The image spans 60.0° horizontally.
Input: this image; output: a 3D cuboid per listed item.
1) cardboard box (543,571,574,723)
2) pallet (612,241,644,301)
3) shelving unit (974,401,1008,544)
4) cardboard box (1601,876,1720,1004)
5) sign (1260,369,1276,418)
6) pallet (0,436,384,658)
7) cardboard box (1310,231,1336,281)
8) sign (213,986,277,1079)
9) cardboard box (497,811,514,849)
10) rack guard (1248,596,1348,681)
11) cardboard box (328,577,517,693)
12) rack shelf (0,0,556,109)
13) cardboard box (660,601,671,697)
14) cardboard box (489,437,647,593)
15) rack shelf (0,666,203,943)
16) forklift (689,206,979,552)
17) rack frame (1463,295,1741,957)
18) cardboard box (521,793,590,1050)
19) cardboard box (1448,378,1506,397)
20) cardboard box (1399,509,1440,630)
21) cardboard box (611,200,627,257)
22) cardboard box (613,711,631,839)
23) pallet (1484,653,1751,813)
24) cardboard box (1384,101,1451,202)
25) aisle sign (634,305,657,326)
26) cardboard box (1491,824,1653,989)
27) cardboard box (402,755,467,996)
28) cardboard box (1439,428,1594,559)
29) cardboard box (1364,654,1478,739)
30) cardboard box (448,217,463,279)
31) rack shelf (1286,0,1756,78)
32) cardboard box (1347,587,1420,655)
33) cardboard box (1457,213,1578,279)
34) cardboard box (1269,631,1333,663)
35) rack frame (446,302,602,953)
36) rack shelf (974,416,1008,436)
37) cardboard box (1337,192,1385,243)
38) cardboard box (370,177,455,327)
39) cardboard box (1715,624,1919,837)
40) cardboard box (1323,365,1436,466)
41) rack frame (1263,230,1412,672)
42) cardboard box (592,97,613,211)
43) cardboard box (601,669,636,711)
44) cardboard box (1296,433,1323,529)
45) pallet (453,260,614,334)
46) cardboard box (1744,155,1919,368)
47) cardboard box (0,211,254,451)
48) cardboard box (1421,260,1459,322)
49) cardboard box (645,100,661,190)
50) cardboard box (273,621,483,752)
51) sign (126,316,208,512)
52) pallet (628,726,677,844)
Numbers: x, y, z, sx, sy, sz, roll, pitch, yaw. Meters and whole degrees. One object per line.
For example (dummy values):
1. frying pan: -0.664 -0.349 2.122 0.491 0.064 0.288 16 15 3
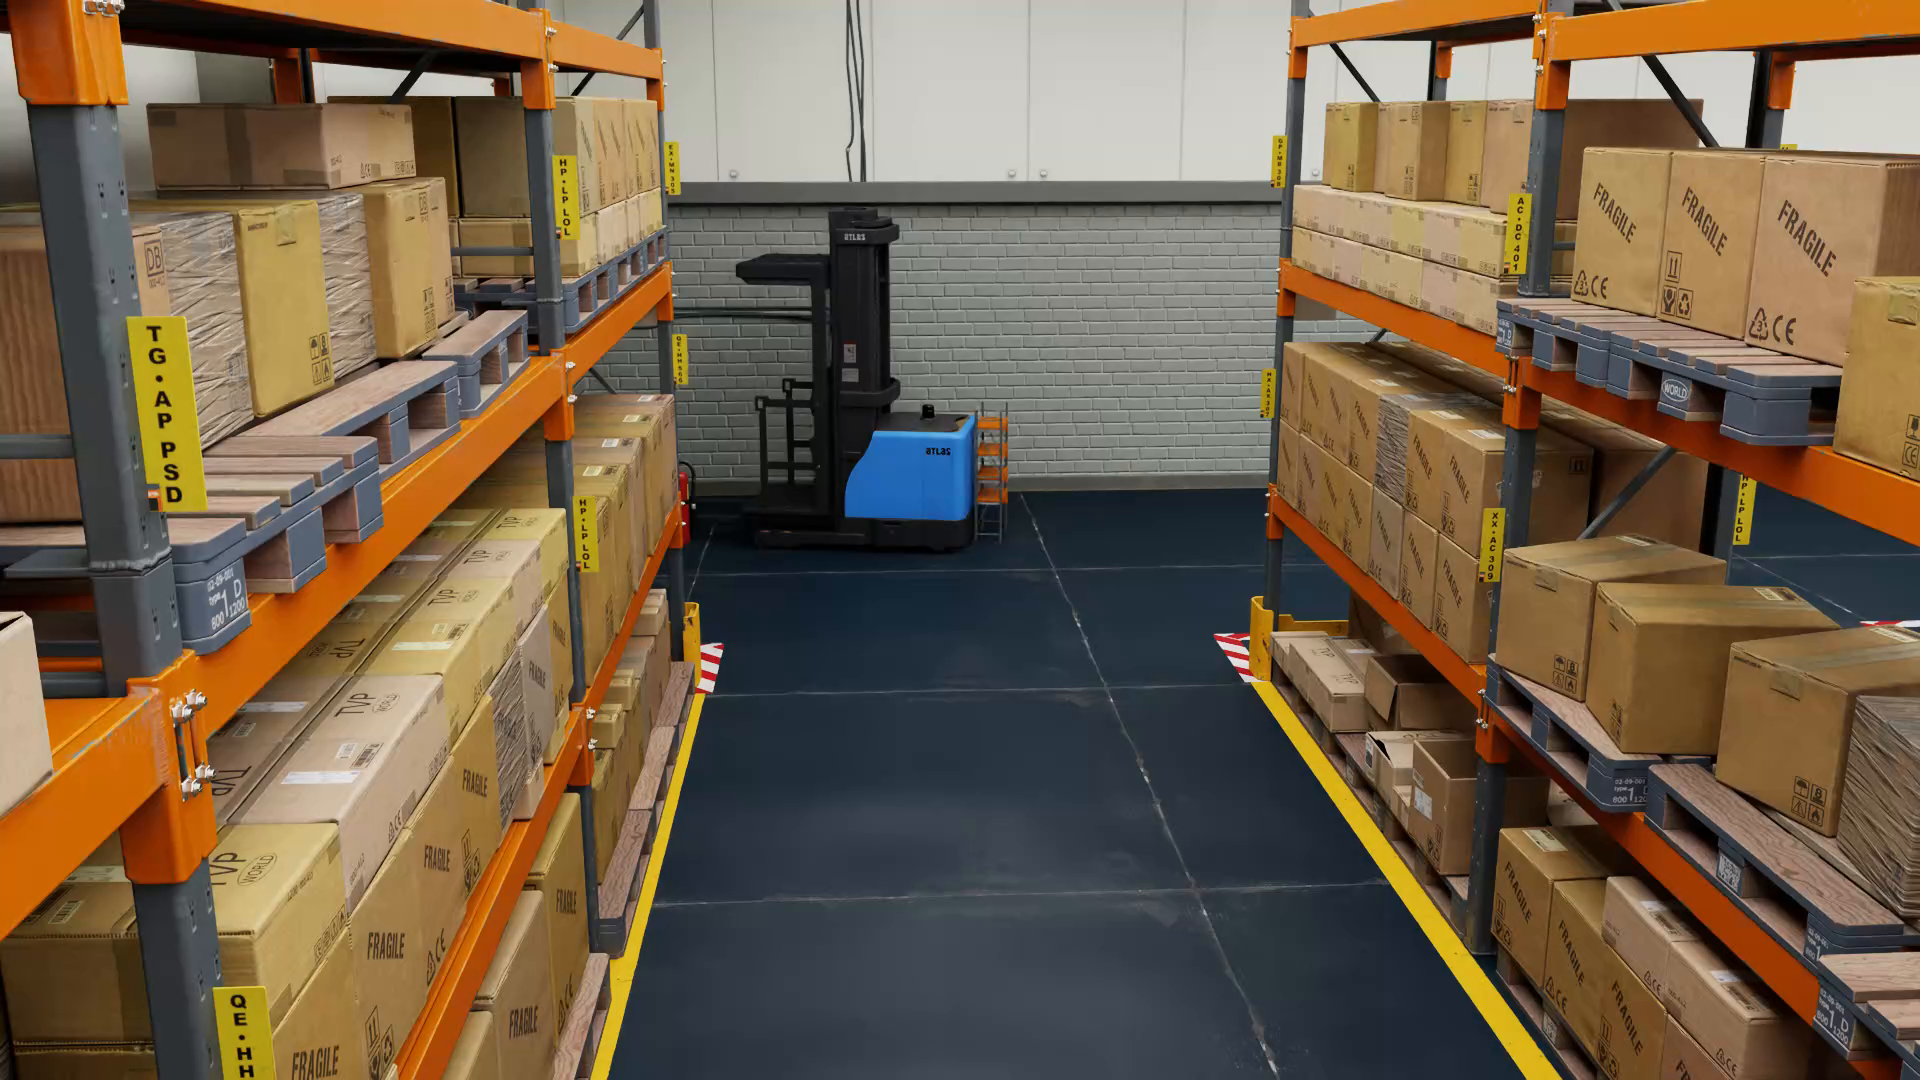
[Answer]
1. cardboard box: -1.824 0.419 6.542 0.500 0.500 0.500 -1 14 -4
2. pallet: -2.216 -1.406 8.630 1.003 0.211 1.213 -1 14 -3
3. shelving unit: 0.282 -0.613 15.001 0.258 1.200 0.503 2 15 7
4. cardboard box: 2.689 1.440 6.040 0.500 0.250 0.500 -1 14 -3
5. sign: 2.051 -0.973 11.051 0.100 0.325 0.005 -1 14 -3
6. pallet: -1.949 -0.016 3.427 1.213 0.211 1.003 0 14 -1
7. cardboard box: 2.389 -1.686 9.841 0.500 0.250 0.500 -1 14 -3
8. sign: -1.315 0.972 3.066 0.100 0.325 0.005 -1 14 -3
9. cardboard box: -1.766 0.956 5.756 0.380 0.149 0.250 -1 14 -3
10. rack guard: 2.597 0.667 11.430 1.175 0.500 0.348 -1 14 -3
11. cardboard box: -1.766 0.311 5.455 0.500 0.250 0.500 -1 14 -2
12. rack shelf: -1.980 -1.356 4.483 1.077 0.370 4.000 -1 14 -3
13. cardboard box: -2.208 0.695 10.480 0.700 0.500 0.500 -1 14 -3
14. cardboard box: -2.216 -0.133 8.921 0.980 0.700 0.700 -2 15 -6
15. rack shelf: -1.732 0.898 0.941 1.077 0.370 4.000 -1 14 -3
16. forklift: -1.387 -1.462 14.826 3.031 2.935 1.130 2 15 8
17. rack frame: 2.840 0.433 7.325 1.000 3.000 0.127 -1 14 -3
18. cardboard box: -1.934 1.507 6.620 0.750 0.750 0.750 -1 14 -3
19. cardboard box: 2.995 -0.606 9.156 0.500 0.500 0.500 0 14 -2
20. cardboard box: 2.520 0.136 8.279 0.500 0.500 0.500 0 14 -2
21. cardboard box: -1.940 -1.552 8.277 0.500 0.250 0.500 -1 14 -5
22. cardboard box: -2.076 1.205 8.499 0.700 0.500 0.500 -1 14 -4
23. pallet: 2.781 0.726 6.570 1.003 0.211 1.213 -1 14 -3
24. cardboard box: 2.663 -2.046 8.731 0.700 0.500 0.500 -1 14 -3
25. aisle sign: -2.057 -1.766 10.655 0.394 0.787 0.004 -1 14 -3
26. cardboard box: 2.627 1.554 7.100 0.500 0.500 0.500 -2 15 -6
27. cardboard box: -1.683 0.924 4.578 0.500 0.500 0.500 -1 14 -4
28. cardboard box: 2.551 -0.222 7.662 0.500 0.500 0.500 -1 14 -3
29. cardboard box: 2.719 0.961 9.397 0.797 0.503 0.637 -1 14 -3
30. cardboard box: -2.380 -1.288 7.252 0.500 0.250 0.500 -1 14 -3
31. rack shelf: 2.716 -2.620 8.601 1.077 0.370 4.000 -1 14 -3
32. cardboard box: 2.872 0.567 10.938 0.500 0.500 0.500 -1 14 -3
33. cardboard box: 2.539 -1.306 7.362 0.500 0.250 0.500 -1 14 -3
34. cardboard box: 2.275 0.715 11.067 0.380 0.149 0.250 -1 14 -3
35. rack frame: -2.104 0.510 7.025 1.000 3.000 0.127 -1 14 -3
36. rack shelf: 0.282 -0.994 14.903 0.258 0.148 0.480 2 15 7
37. cardboard box: 2.426 -1.804 9.296 0.500 0.250 0.500 -1 14 -3
38. cardboard box: -2.159 -0.984 5.726 0.700 0.500 0.500 -2 15 -6
39. cardboard box: 3.011 0.619 5.557 0.700 0.500 0.500 -5 15 -18
40. cardboard box: 2.423 -0.726 9.621 0.500 0.500 0.500 -1 14 -3
41. rack frame: 2.592 -0.562 11.192 1.000 3.000 0.127 -1 14 -3
42. cardboard box: -1.906 -1.794 7.714 0.500 0.500 0.500 -1 14 -5
43. cardboard box: -1.919 0.798 8.778 0.380 0.149 0.250 -1 14 -5
44. cardboard box: 2.394 -0.368 10.236 0.500 0.500 0.500 -1 14 -4
45. pallet: -2.144 -1.103 7.453 1.003 0.211 1.213 -1 14 -3
46. cardboard box: 2.883 -0.862 5.094 0.600 0.600 0.600 -1 15 -6
47. cardboard box: -2.029 -0.460 3.691 0.700 0.500 0.500 -2 15 -7
48. cardboard box: 2.524 -1.189 7.908 0.500 0.250 0.500 -1 14 -3
49. cardboard box: -2.034 -2.302 9.687 0.500 0.500 0.500 -1 14 -4
50. cardboard box: -1.734 0.438 4.963 0.500 0.250 0.500 -1 14 -5
51. sign: -1.314 -0.206 2.751 0.100 0.325 0.005 -1 14 -3
52. pallet: -2.151 1.366 9.294 1.003 0.211 1.213 -1 14 -3
